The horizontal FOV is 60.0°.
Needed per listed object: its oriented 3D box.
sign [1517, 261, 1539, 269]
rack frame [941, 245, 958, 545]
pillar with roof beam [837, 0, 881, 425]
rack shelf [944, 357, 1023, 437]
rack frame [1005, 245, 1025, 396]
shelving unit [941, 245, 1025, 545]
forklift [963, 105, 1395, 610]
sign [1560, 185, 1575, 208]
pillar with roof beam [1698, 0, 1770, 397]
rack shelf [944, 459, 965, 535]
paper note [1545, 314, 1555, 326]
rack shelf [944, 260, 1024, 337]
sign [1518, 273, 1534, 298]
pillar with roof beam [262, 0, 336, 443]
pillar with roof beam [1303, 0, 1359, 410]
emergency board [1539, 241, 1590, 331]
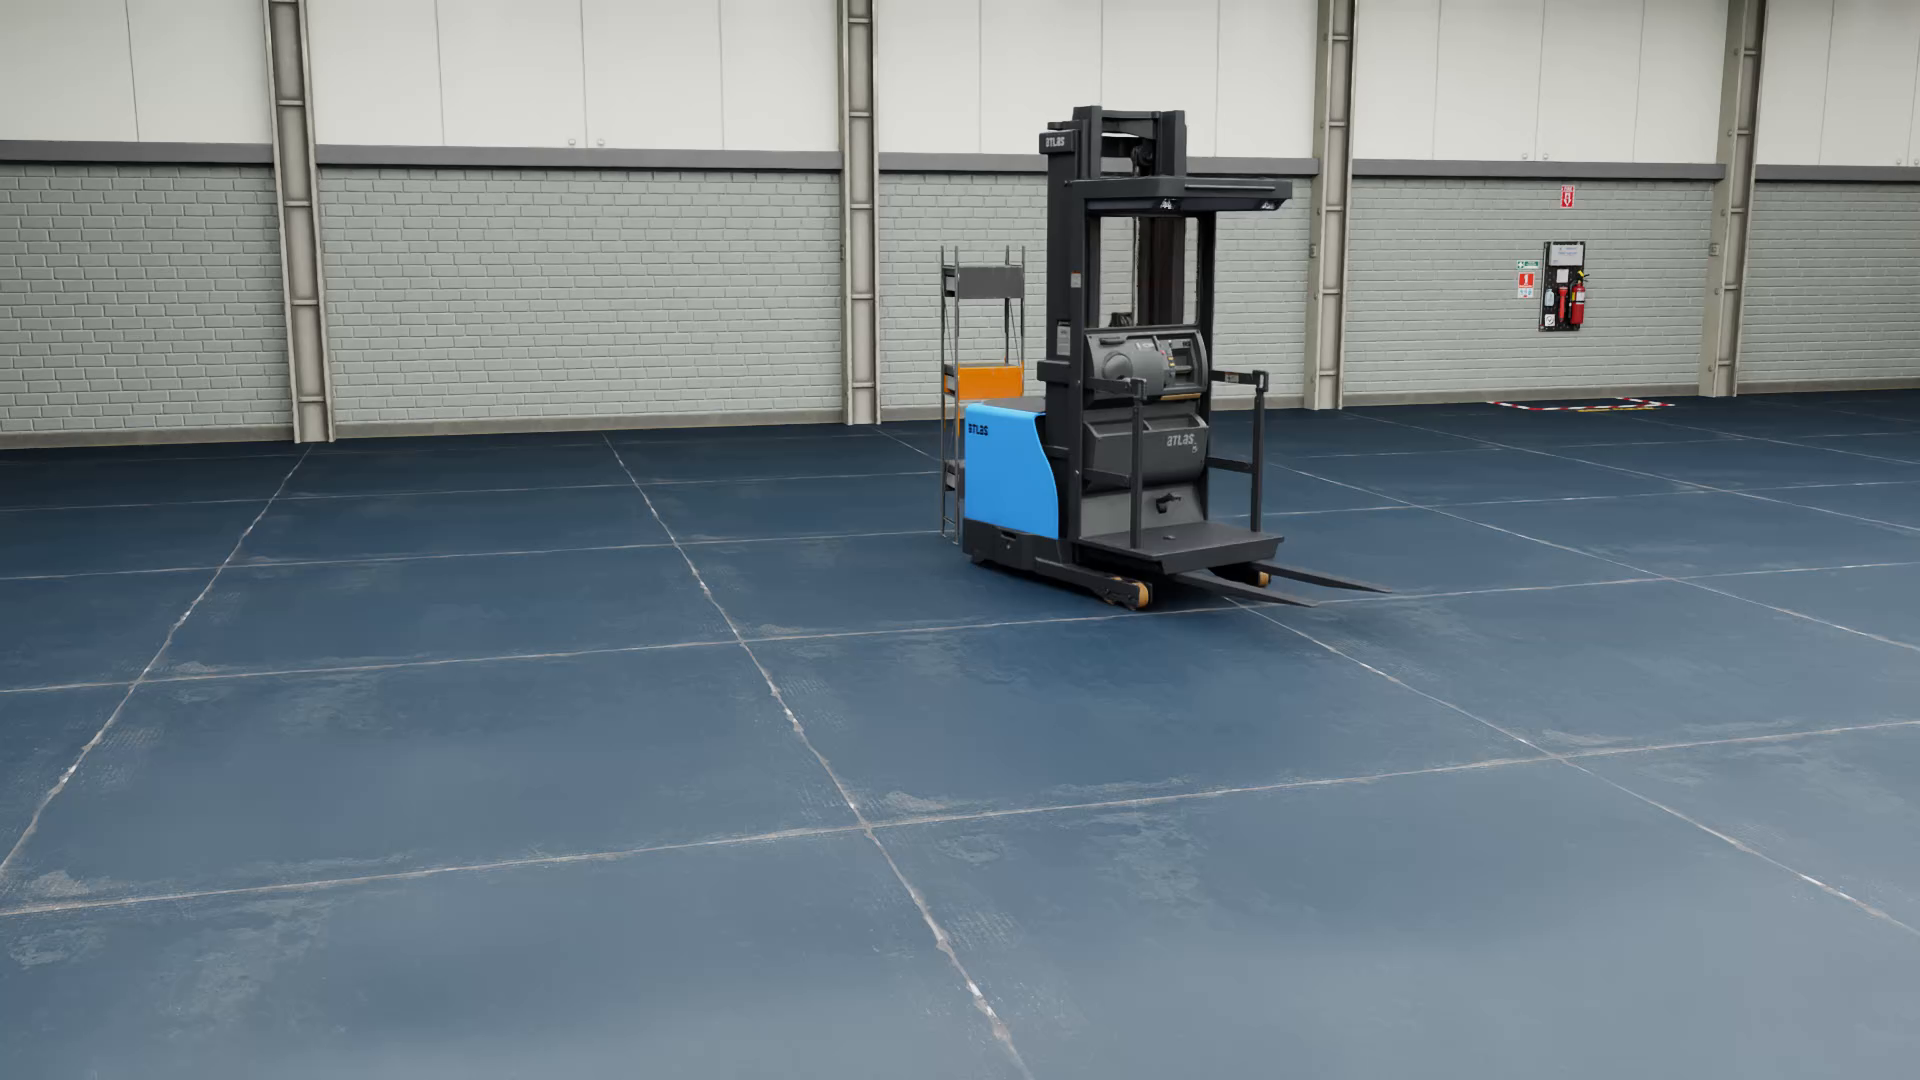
[{"bbox_3d":[7.432,-3.601,21.759,0.331,0.109,0.001,-3,11,-16],"label":"sign"},{"bbox_3d":[-0.075,-1.029,11.835,0.015,2.100,0.400,-3,11,-16],"label":"rack frame"},{"bbox_3d":[0.050,-5.047,14.609,0.400,9.000,9.100,-3,11,-16],"label":"pillar with roof beam"},{"bbox_3d":[0.159,-1.028,11.904,0.480,0.518,0.431,-3,11,-16],"label":"rack shelf"},{"bbox_3d":[0.393,-1.053,11.969,0.015,2.100,0.400,-3,11,-16],"label":"rack frame"},{"bbox_3d":[0.159,-1.041,11.902,0.503,2.100,0.431,-3,11,-16],"label":"shelving unit"},{"bbox_3d":[1.281,-1.128,10.076,1.130,2.935,3.031,-7,13,-35],"label":"forklift"},{"bbox_3d":[7.949,-4.491,21.754,0.199,0.298,0.001,-3,11,-16],"label":"sign"},{"bbox_3d":[11.572,-5.655,17.907,0.400,9.000,9.100,-3,11,-16],"label":"pillar with roof beam"},{"bbox_3d":[0.159,-0.339,12.031,0.480,0.518,0.431,-3,11,-16],"label":"rack shelf"},{"bbox_3d":[7.796,-2.904,21.968,0.142,0.148,0.016,-3,11,-16],"label":"paper note"},{"bbox_3d":[0.159,-1.716,11.778,0.480,0.518,0.431,-3,11,-16],"label":"rack shelf"},{"bbox_3d":[7.425,-3.342,21.814,0.234,0.329,0.001,-3,11,-16],"label":"sign"},{"bbox_3d":[-5.711,-4.744,12.959,0.400,9.000,9.100,-3,11,-16],"label":"pillar with roof beam"},{"bbox_3d":[5.811,-5.351,16.258,0.400,9.000,9.100,-3,11,-16],"label":"pillar with roof beam"},{"bbox_3d":[7.985,-3.334,21.872,0.643,1.169,0.194,-3,11,-16],"label":"emergency board"}]
